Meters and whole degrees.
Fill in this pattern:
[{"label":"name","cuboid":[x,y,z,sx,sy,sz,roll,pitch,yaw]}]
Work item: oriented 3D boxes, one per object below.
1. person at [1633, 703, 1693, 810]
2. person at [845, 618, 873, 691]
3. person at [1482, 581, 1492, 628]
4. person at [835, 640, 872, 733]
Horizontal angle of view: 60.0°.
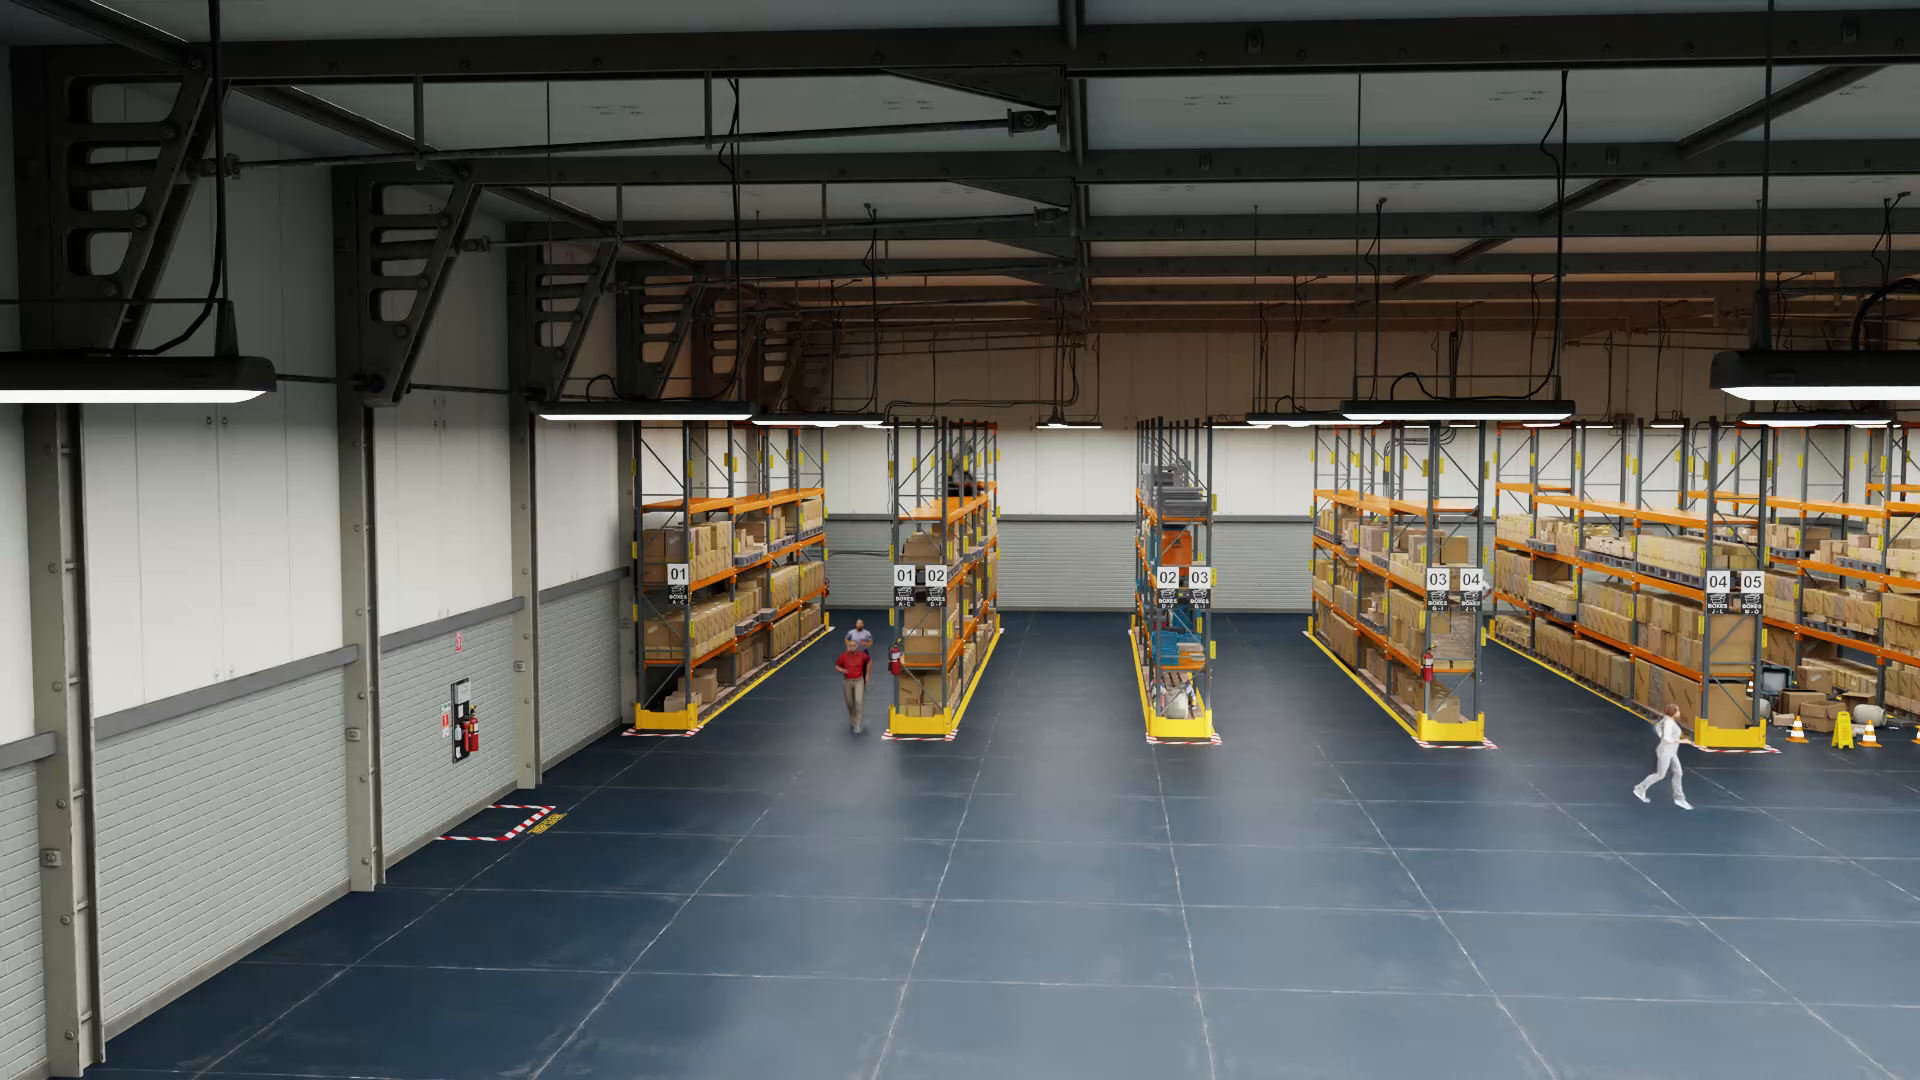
[{"label":"person","cuboid":[10.706,3.270,25.287,0.833,1.617,0.508,2,4,32]},{"label":"person","cuboid":[-2.190,2.550,36.033,0.565,1.709,0.770,-1,4,-8]},{"label":"person","cuboid":[14.634,1.775,47.071,0.764,1.821,0.700,-2,4,-25]},{"label":"person","cuboid":[-2.051,2.789,31.972,0.687,1.765,0.936,0,4,2]}]
